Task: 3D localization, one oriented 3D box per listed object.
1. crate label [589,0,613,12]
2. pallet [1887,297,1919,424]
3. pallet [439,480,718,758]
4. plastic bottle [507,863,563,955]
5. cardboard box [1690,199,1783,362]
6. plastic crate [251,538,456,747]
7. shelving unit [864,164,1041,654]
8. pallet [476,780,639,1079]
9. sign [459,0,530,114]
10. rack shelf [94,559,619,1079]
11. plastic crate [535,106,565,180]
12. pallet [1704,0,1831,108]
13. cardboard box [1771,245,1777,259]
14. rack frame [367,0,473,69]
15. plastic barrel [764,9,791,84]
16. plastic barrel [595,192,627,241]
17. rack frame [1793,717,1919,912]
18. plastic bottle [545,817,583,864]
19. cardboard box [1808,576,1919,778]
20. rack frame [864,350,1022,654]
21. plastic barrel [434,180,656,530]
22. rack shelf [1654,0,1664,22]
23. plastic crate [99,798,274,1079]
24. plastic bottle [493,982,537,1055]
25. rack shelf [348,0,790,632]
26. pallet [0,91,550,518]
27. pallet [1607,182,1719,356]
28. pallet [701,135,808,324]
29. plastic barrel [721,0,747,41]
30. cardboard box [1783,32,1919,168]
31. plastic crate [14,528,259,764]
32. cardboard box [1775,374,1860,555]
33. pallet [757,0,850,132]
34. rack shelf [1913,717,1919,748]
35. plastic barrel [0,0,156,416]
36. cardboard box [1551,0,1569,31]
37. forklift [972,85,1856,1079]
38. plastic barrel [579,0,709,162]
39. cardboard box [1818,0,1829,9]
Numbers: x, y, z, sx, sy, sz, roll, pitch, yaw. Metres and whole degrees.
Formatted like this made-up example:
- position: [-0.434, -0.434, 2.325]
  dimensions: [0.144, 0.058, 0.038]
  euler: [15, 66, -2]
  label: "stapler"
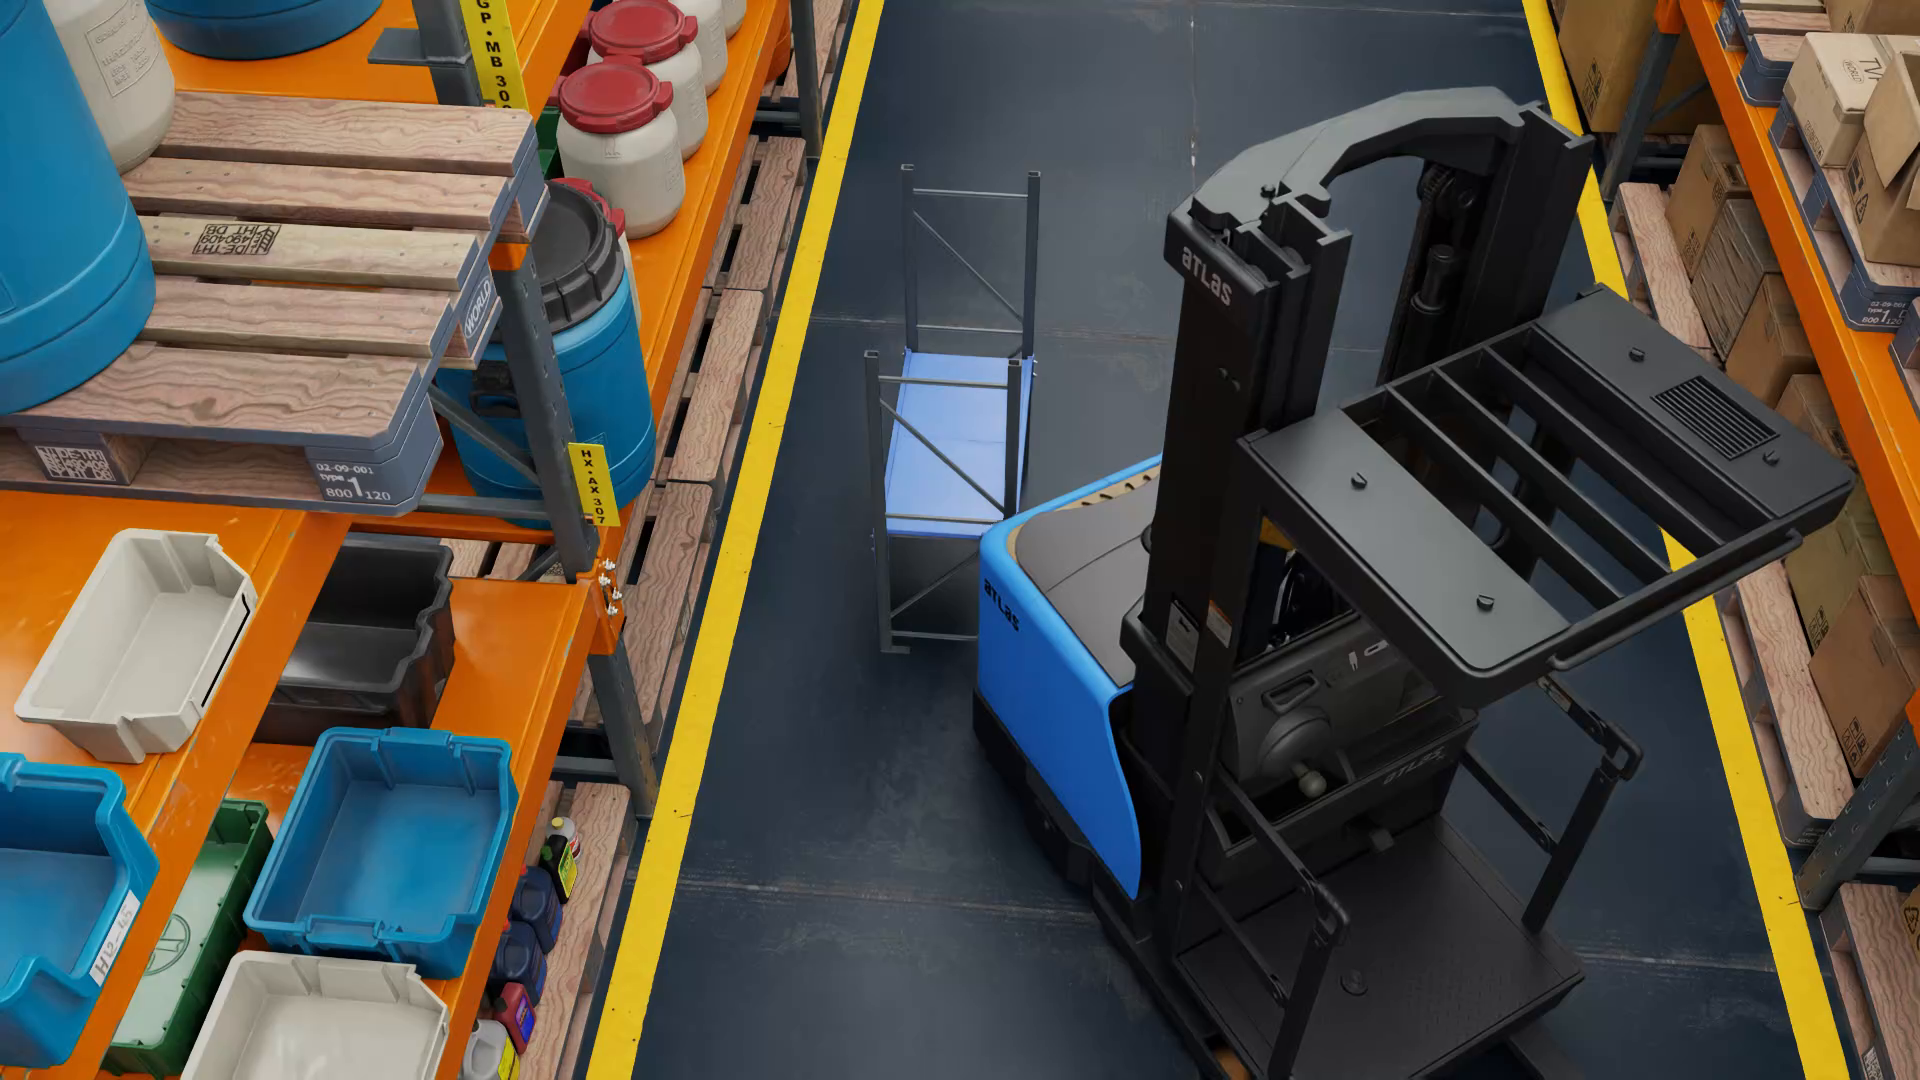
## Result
- position: [-1.574, -2.344, 6.863]
  dimensions: [0.502, 0.435, 0.616]
  euler: [4, 48, 4]
  label: "crate label"
- position: [3.568, -0.259, 5.110]
  dimensions: [1.003, 0.211, 1.213]
  euler: [4, 48, 4]
  label: "pallet"
- position: [-1.545, 0.256, 6.398]
  dimensions: [1.003, 0.211, 1.213]
  euler: [4, 48, 4]
  label: "pallet"
- position: [-1.350, 1.133, 5.204]
  dimensions: [0.144, 0.351, 0.185]
  euler: [3, 48, 2]
  label: "plastic bottle"
- position: [3.640, -1.114, 7.158]
  dimensions: [0.700, 0.500, 0.500]
  euler: [0, 48, 0]
  label: "cardboard box"
- position: [-1.753, 0.292, 4.518]
  dimensions: [0.767, 0.338, 0.504]
  euler: [4, 48, 4]
  label: "plastic crate"
- position: [-0.008, -0.443, 6.165]
  dimensions: [0.538, 1.500, 1.048]
  euler: [4, 48, 4]
  label: "shelving unit"
- position: [-1.681, 1.327, 5.419]
  dimensions: [1.003, 0.211, 1.213]
  euler: [4, 48, 4]
  label: "pallet"
- position: [-1.032, -1.075, 3.688]
  dimensions: [0.100, 0.325, 0.005]
  euler: [4, 48, 4]
  label: "sign"
- position: [-1.761, 1.607, 3.760]
  dimensions: [1.077, 0.370, 4.000]
  euler: [4, 48, 4]
  label: "rack shelf"
- position: [-1.701, -1.332, 6.105]
  dimensions: [0.450, 0.188, 0.662]
  euler: [4, 48, 4]
  label: "plastic crate"
- position: [3.760, -2.116, 6.808]
  dimensions: [1.213, 0.211, 1.003]
  euler: [4, 48, 4]
  label: "pallet"
- position: [3.649, -1.384, 6.897]
  dimensions: [0.500, 0.250, 0.500]
  euler: [9, 48, 8]
  label: "cardboard box"
- position: [-1.578, -2.130, 2.625]
  dimensions: [1.000, 3.000, 0.127]
  euler: [4, 48, 4]
  label: "rack frame"
- position: [-1.186, -2.814, 8.503]
  dimensions: [0.600, 0.830, 0.708]
  euler: [4, 48, 4]
  label: "plastic barrel"
- position: [-1.305, -1.021, 5.770]
  dimensions: [0.301, 0.262, 0.301]
  euler: [0, 48, 0]
  label: "plastic barrel"
- position: [3.354, 0.228, 4.535]
  dimensions: [1.000, 3.000, 0.127]
  euler: [4, 48, 4]
  label: "rack frame"
- position: [-1.301, 0.979, 5.446]
  dimensions: [0.097, 0.201, 0.097]
  euler: [0, 48, 0]
  label: "plastic bottle"
- position: [3.431, 0.474, 5.706]
  dimensions: [0.700, 0.500, 0.500]
  euler: [1, 48, 1]
  label: "cardboard box"
- position: [-0.054, -0.070, 5.824]
  dimensions: [0.500, 1.500, 0.032]
  euler: [4, 48, 4]
  label: "rack frame"
- position: [-1.241, -0.538, 4.895]
  dimensions: [0.600, 0.901, 0.708]
  euler: [4, 48, 4]
  label: "plastic barrel"
- position: [3.901, -3.938, 8.833]
  dimensions: [1.077, 0.370, 4.000]
  euler: [4, 48, 4]
  label: "rack shelf"
- position: [-1.983, 0.945, 4.022]
  dimensions: [0.450, 0.188, 0.662]
  euler: [4, 48, 4]
  label: "plastic crate"
- position: [-1.341, 1.419, 4.988]
  dimensions: [0.061, 0.283, 0.133]
  euler: [7, 48, 6]
  label: "plastic bottle"
- position: [-1.396, -1.332, 6.449]
  dimensions: [1.077, 0.370, 4.000]
  euler: [4, 48, 4]
  label: "rack shelf"
- position: [-1.547, -0.517, 3.311]
  dimensions: [1.213, 0.211, 1.003]
  euler: [4, 48, 4]
  label: "pallet"
- position: [3.646, -1.196, 7.727]
  dimensions: [1.003, 0.211, 1.213]
  euler: [4, 48, 4]
  label: "pallet"
- position: [-1.323, -1.537, 8.038]
  dimensions: [1.003, 0.211, 1.213]
  euler: [4, 48, 4]
  label: "pallet"
- position: [-1.095, -2.312, 6.782]
  dimensions: [0.421, 0.512, 0.421]
  euler: [0, 48, 0]
  label: "plastic barrel"
- position: [3.337, -1.586, 6.011]
  dimensions: [0.500, 0.250, 0.500]
  euler: [3, 48, 2]
  label: "cardboard box"
- position: [-1.322, 0.178, 2.726]
  dimensions: [0.243, 0.136, 0.396]
  euler: [4, 48, 4]
  label: "plastic crate"
- position: [3.544, -0.287, 6.401]
  dimensions: [0.700, 0.500, 0.500]
  euler: [0, 48, 0]
  label: "cardboard box"
- position: [-1.183, -2.685, 9.089]
  dimensions: [1.003, 0.211, 1.213]
  euler: [4, 48, 4]
  label: "pallet"
- position: [3.172, 1.941, 3.456]
  dimensions: [1.077, 0.370, 4.000]
  euler: [4, 48, 4]
  label: "rack shelf"
- position: [-1.776, -0.704, 2.730]
  dimensions: [0.600, 0.901, 0.708]
  euler: [4, 48, 4]
  label: "plastic barrel"
- position: [3.891, -3.296, 8.913]
  dimensions: [1.225, 0.875, 0.875]
  euler: [4, 48, 4]
  label: "cardboard box"
- position: [1.220, 0.471, 4.359]
  dimensions: [1.130, 2.935, 3.031]
  euler: [-23, 52, -20]
  label: "forklift"
- position: [-1.167, -1.696, 6.202]
  dimensions: [0.433, 0.535, 0.433]
  euler: [0, 48, 0]
  label: "plastic barrel"
- position: [3.709, -2.487, 6.666]
  dimensions: [0.500, 0.500, 0.500]
  euler: [-1, 48, -1]
  label: "cardboard box"
